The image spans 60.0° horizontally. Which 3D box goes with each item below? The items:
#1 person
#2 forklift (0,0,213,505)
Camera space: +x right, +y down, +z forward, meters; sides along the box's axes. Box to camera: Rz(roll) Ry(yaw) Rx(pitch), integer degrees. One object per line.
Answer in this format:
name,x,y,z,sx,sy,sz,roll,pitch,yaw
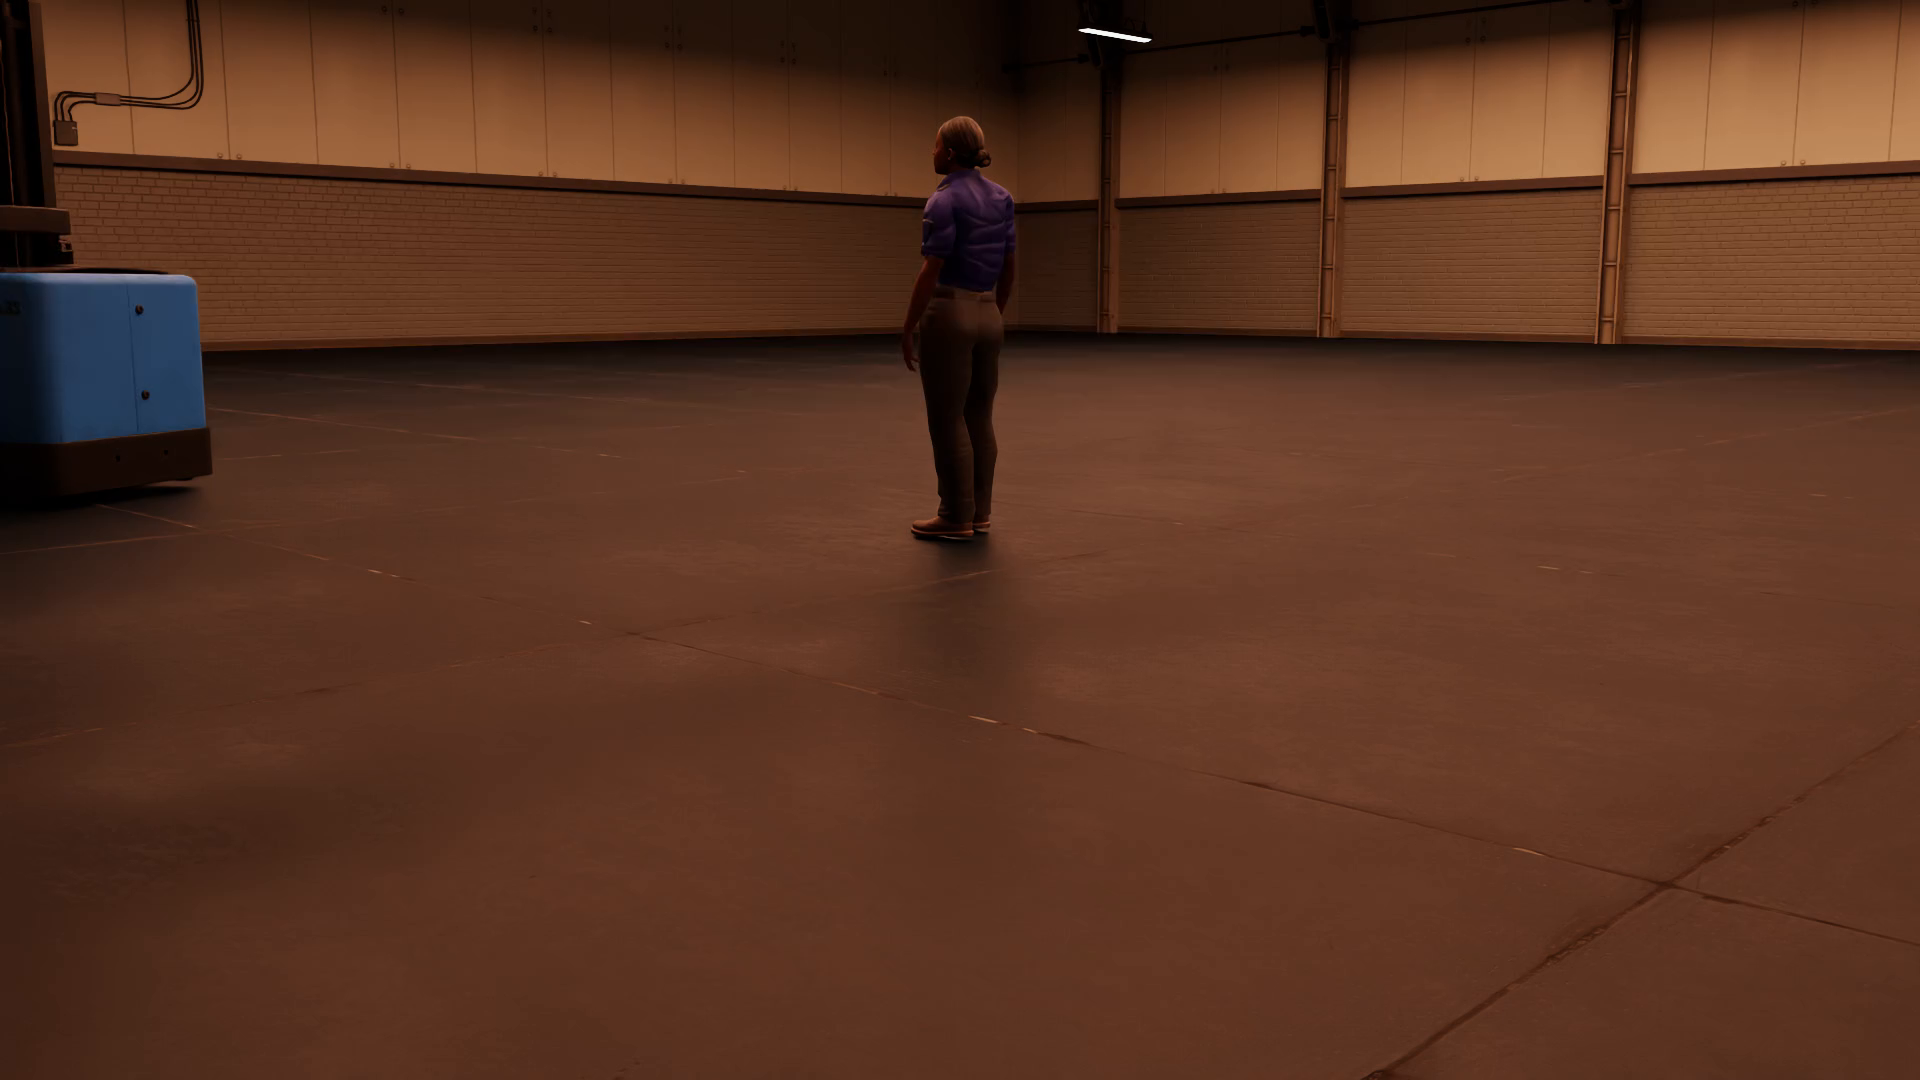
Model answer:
person,-0.049,-0.836,6.668,0.504,1.654,0.569,8,12,43
forklift,-5.373,-1.712,8.245,3.031,2.935,1.130,3,9,17
